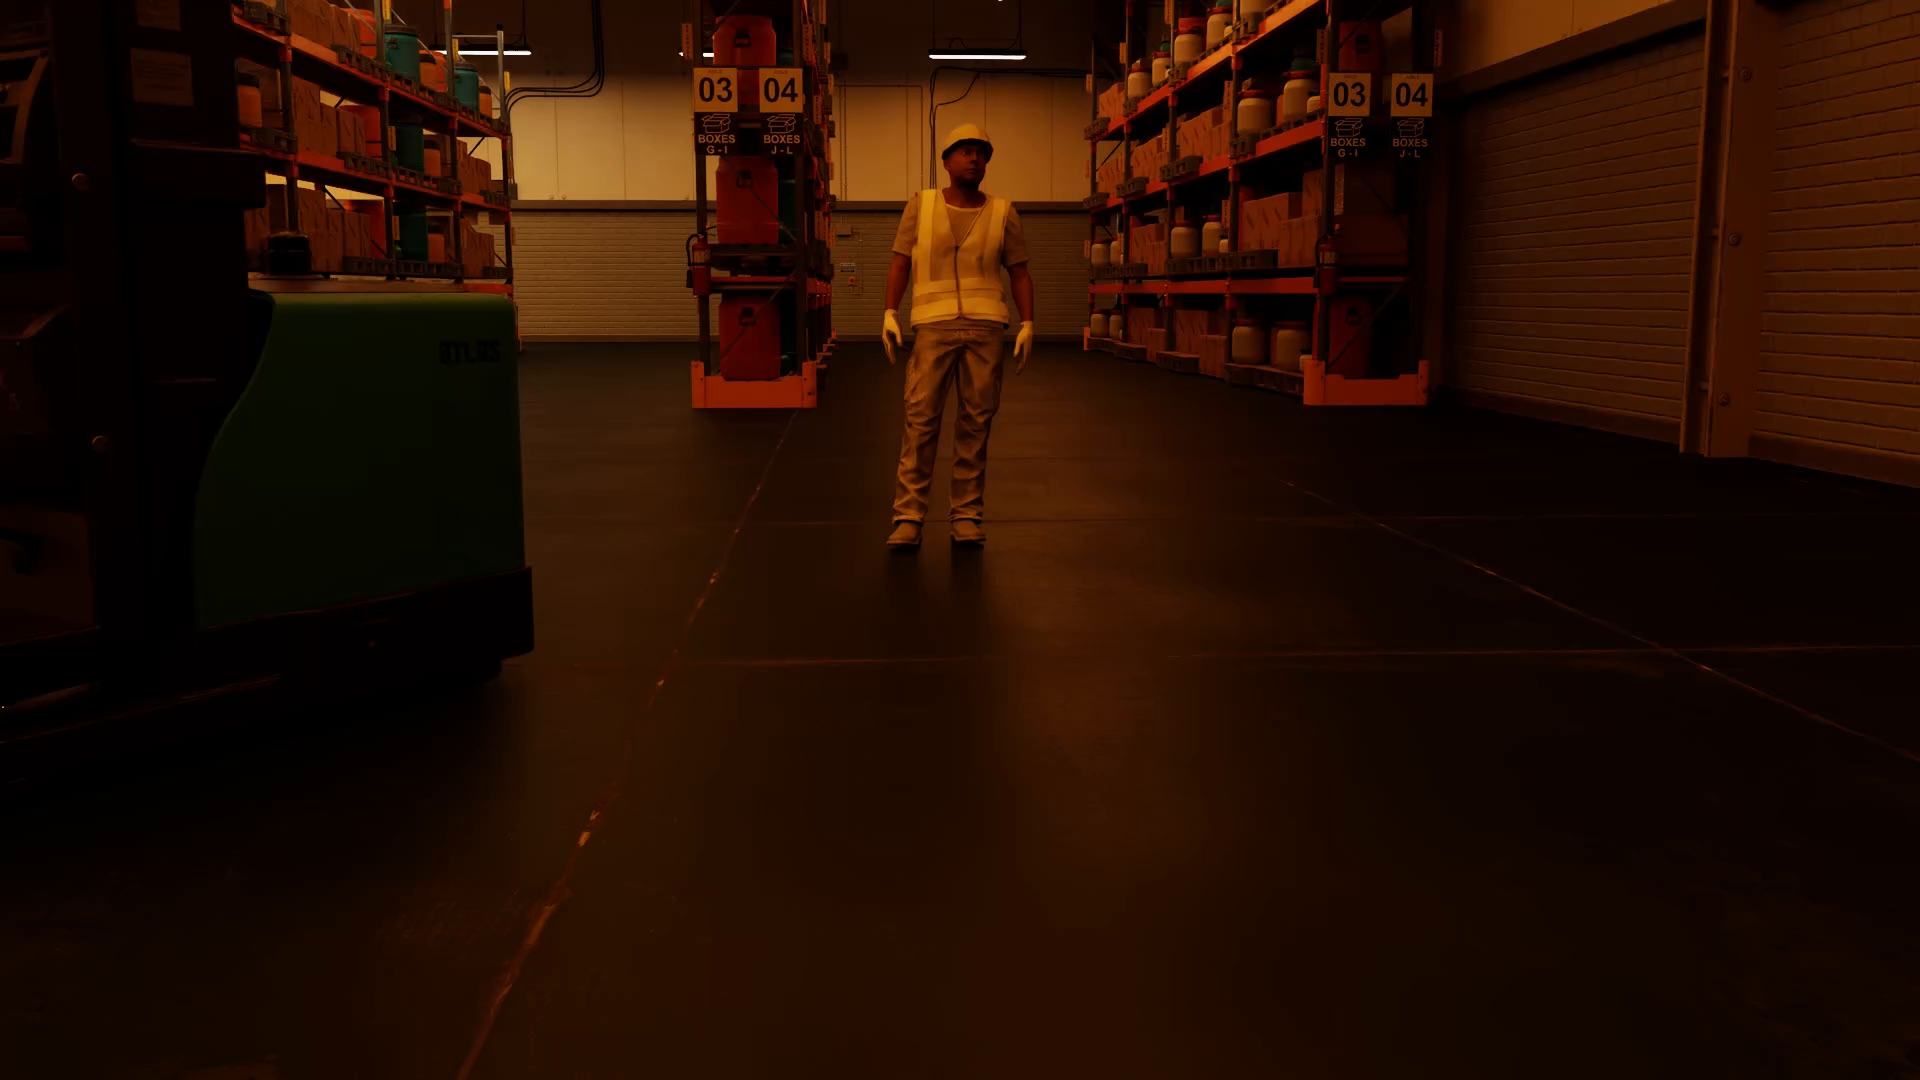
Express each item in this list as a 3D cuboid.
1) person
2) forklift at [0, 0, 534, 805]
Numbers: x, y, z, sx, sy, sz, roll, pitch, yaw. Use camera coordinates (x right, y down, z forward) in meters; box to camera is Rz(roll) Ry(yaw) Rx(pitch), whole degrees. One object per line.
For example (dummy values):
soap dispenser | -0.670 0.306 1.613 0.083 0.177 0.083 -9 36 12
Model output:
person | -0.003 -0.878 7.106 0.656 1.784 0.575 -1 8 -4
forklift | -2.425 -0.924 3.553 1.130 2.935 3.031 5 10 32
